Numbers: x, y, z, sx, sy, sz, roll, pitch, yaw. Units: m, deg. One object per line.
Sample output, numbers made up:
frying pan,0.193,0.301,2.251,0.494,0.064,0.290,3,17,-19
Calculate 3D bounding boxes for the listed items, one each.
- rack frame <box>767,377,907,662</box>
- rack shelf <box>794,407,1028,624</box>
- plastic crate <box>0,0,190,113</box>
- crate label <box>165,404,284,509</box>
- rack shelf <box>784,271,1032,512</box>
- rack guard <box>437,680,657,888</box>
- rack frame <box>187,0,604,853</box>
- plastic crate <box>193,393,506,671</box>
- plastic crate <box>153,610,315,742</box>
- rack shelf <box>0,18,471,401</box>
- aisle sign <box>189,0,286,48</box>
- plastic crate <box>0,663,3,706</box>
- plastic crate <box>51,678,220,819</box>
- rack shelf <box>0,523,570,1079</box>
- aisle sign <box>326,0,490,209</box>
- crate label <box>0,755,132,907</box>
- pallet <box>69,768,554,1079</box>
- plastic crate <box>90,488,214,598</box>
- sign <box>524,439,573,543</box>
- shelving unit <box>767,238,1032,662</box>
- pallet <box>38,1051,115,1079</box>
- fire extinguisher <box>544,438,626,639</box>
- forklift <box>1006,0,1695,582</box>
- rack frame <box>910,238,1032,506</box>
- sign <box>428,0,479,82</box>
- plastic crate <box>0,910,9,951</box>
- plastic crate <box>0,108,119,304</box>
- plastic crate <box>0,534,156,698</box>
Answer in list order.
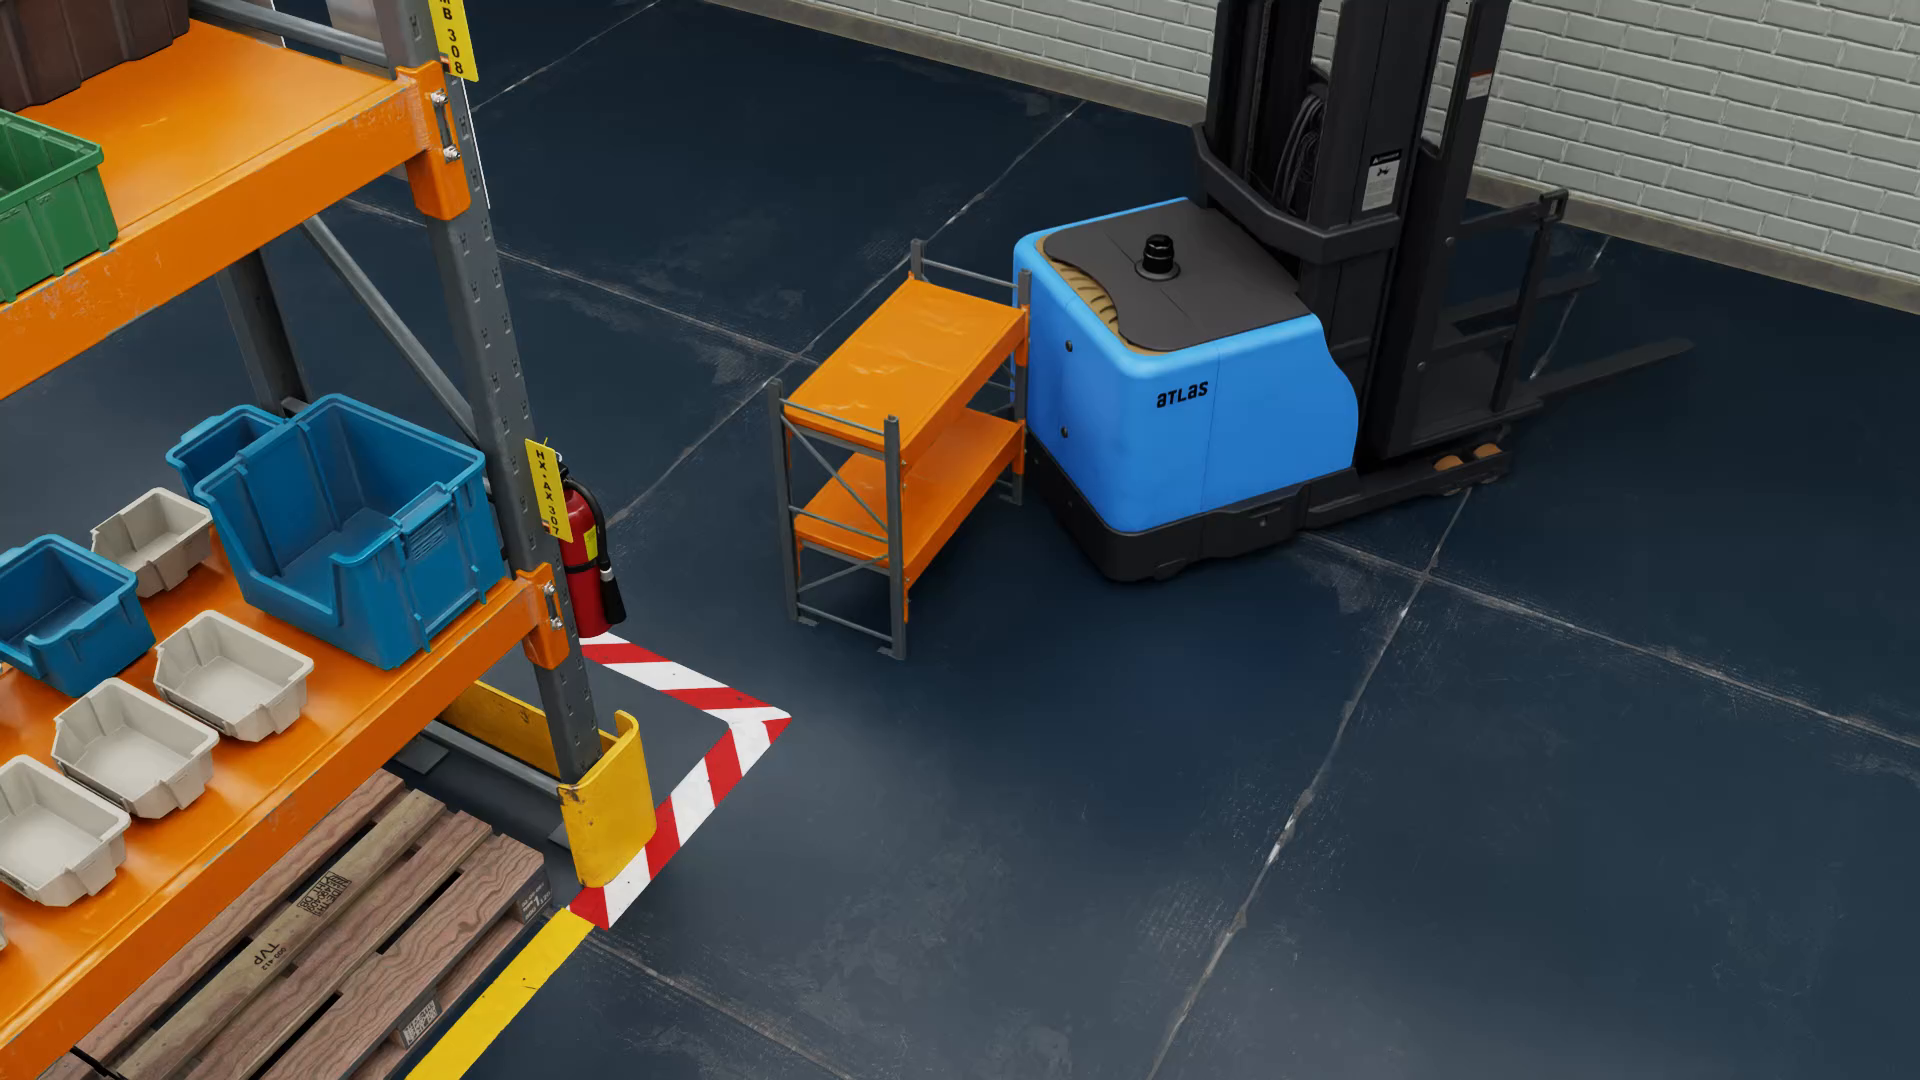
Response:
rack frame,-0.430,-0.051,5.957,0.500,1.125,0.032,19,45,20
rack shelf,-0.195,-0.166,6.457,0.538,0.278,1.000,19,45,20
plastic crate,-2.031,-1.190,3.661,0.497,0.269,0.590,21,45,22
crate label,-2.006,-0.169,4.754,0.416,0.233,0.303,21,45,22
rack shelf,-0.195,-0.569,6.102,0.538,0.278,1.000,19,45,20
rack guard,-1.596,0.678,5.601,1.175,0.500,0.348,21,45,22
rack frame,-1.597,-0.242,4.755,1.000,3.000,0.127,21,45,22
plastic crate,-1.603,-0.024,4.436,0.616,0.435,0.499,21,45,22
plastic crate,-1.848,0.361,4.224,0.396,0.136,0.243,21,45,22
rack shelf,-2.598,0.047,2.702,1.077,0.370,4.000,21,45,22
aisle sign,-1.818,-1.357,4.054,0.394,0.787,0.004,21,45,22
plastic crate,-2.577,0.411,4.167,0.250,0.136,0.298,21,45,22
plastic crate,-2.006,0.522,4.041,0.396,0.136,0.243,21,45,22
rack shelf,-2.598,1.173,3.693,1.077,0.370,4.000,21,45,22
aisle sign,-1.307,-1.162,3.832,0.394,0.787,0.004,21,45,22
crate label,-2.124,0.690,3.851,0.396,0.136,0.243,21,45,22
pallet,-2.043,1.264,5.155,1.003,0.211,1.213,21,45,22
plastic crate,-2.238,0.023,4.608,0.250,0.136,0.298,21,45,22
sign,-1.113,-0.130,4.505,0.100,0.325,0.005,21,45,22
shelving unit,-0.195,-0.349,6.295,0.538,1.125,1.048,19,45,20
pallet,-2.655,1.959,4.366,1.003,0.211,1.213,21,45,22
fire extinguisher,-1.128,-0.009,4.831,0.296,0.674,0.183,21,45,22
forklift,1.756,-1.589,6.336,3.031,2.935,1.130,-17,44,-18
rack frame,0.039,-0.647,6.634,0.500,1.125,0.032,19,45,20
sign,-1.113,-1.156,3.602,0.100,0.325,0.005,21,45,22
plastic crate,-2.256,0.865,3.652,0.298,0.136,0.250,21,45,22
plastic crate,-1.843,-0.629,3.085,0.450,0.188,0.336,21,45,22
plastic crate,-2.335,0.208,4.326,0.416,0.233,0.300,21,45,22
